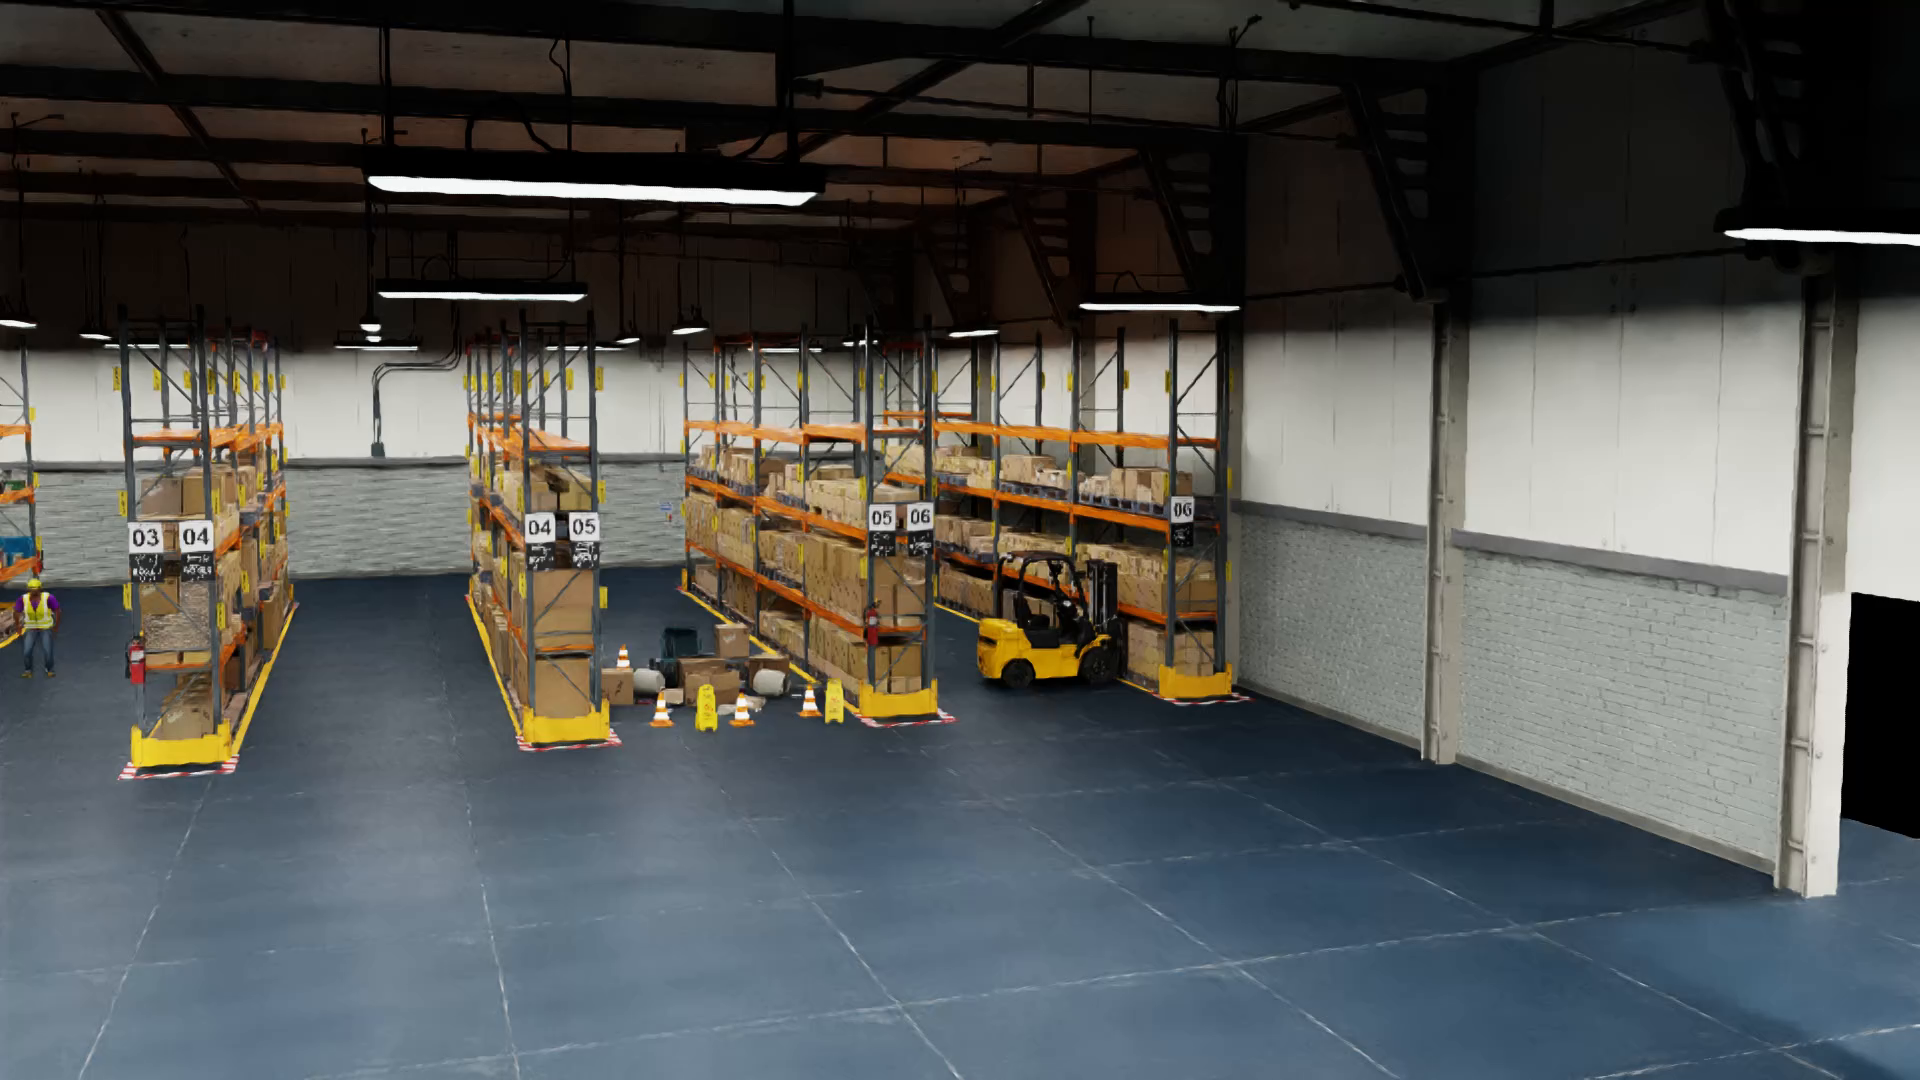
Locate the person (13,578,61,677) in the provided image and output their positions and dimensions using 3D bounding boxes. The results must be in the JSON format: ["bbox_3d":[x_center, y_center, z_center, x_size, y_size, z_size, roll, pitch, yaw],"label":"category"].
[{"bbox_3d":[-15.614,1.491,28.134,0.708,1.714,0.578,-2,6,-20],"label":"person"}]
